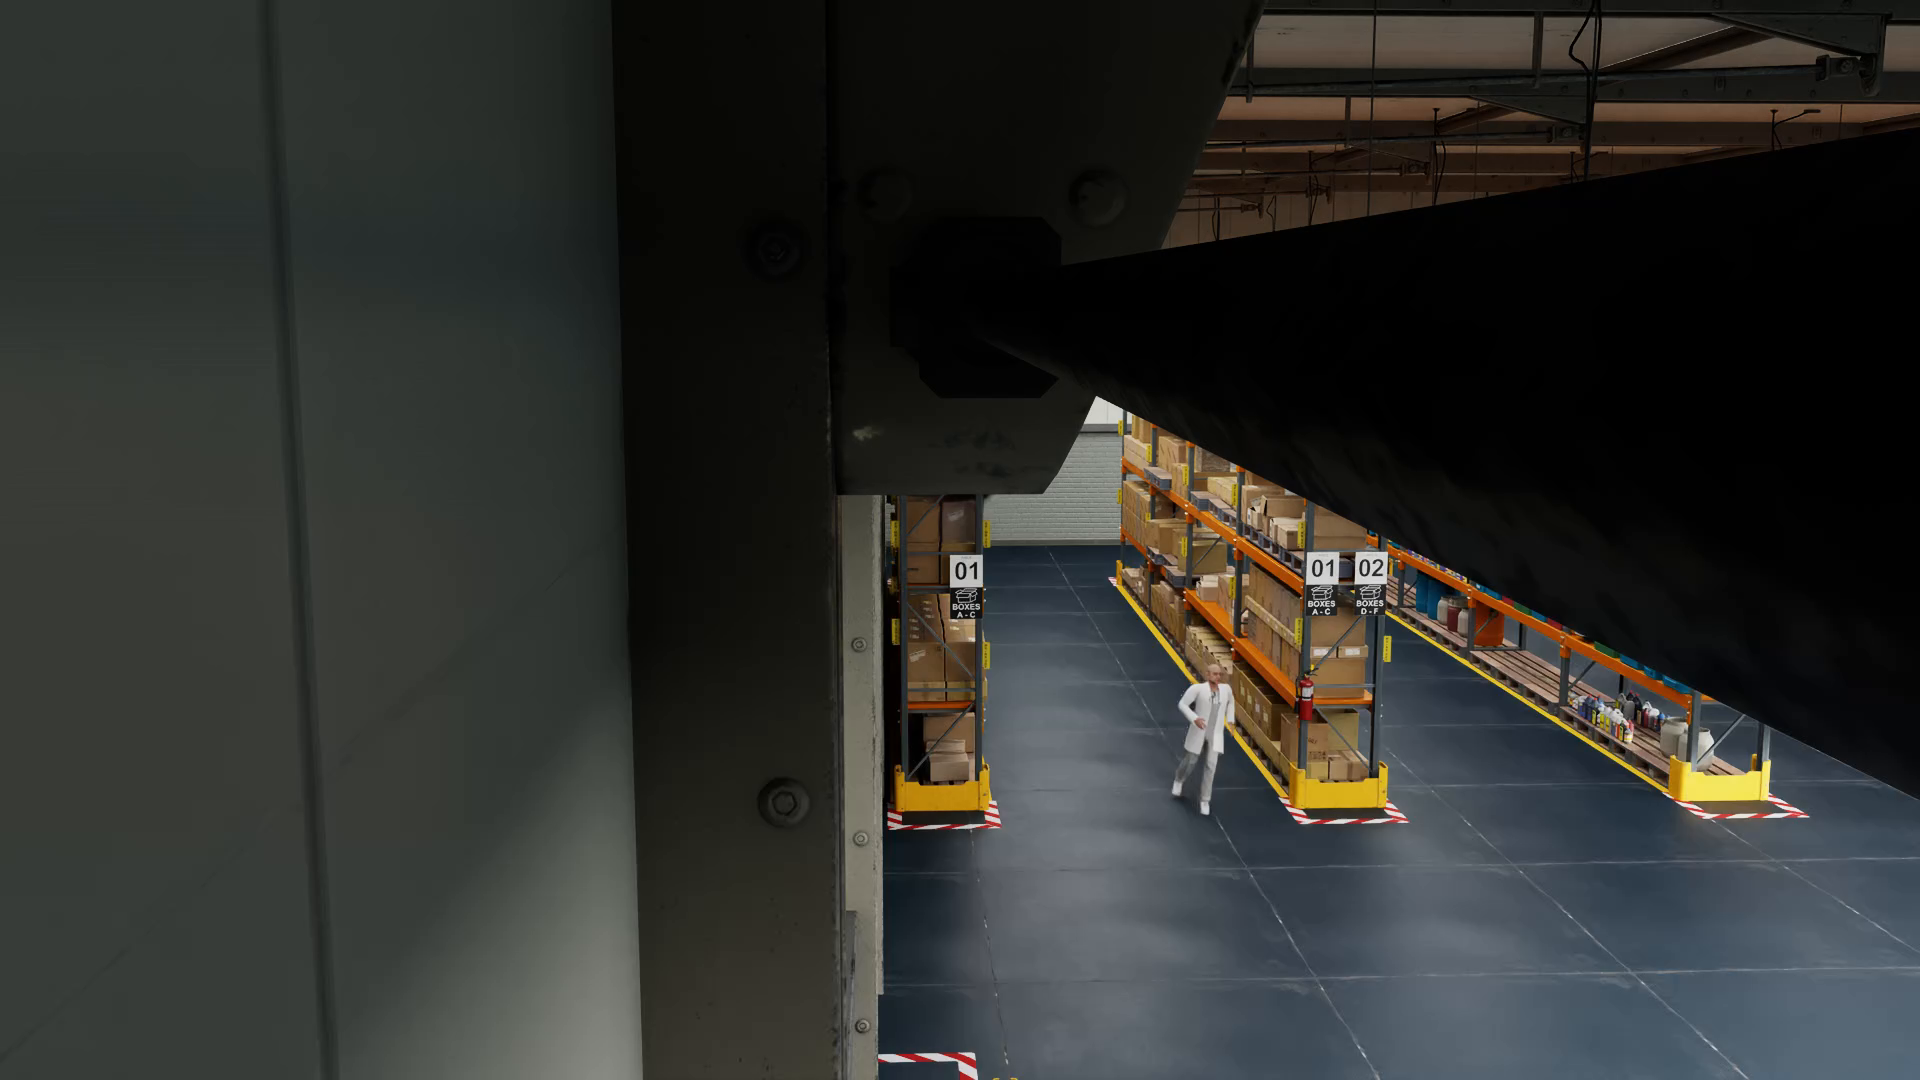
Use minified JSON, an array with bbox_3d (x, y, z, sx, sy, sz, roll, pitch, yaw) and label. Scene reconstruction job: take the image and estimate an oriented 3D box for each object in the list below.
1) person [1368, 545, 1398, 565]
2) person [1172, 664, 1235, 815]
[{"bbox_3d":[9.921,-0.243,39.011,0.916,1.731,0.601,2,9,10],"label":"person"},{"bbox_3d":[3.090,2.422,20.640,0.765,1.761,0.989,-1,8,-6],"label":"person"}]
